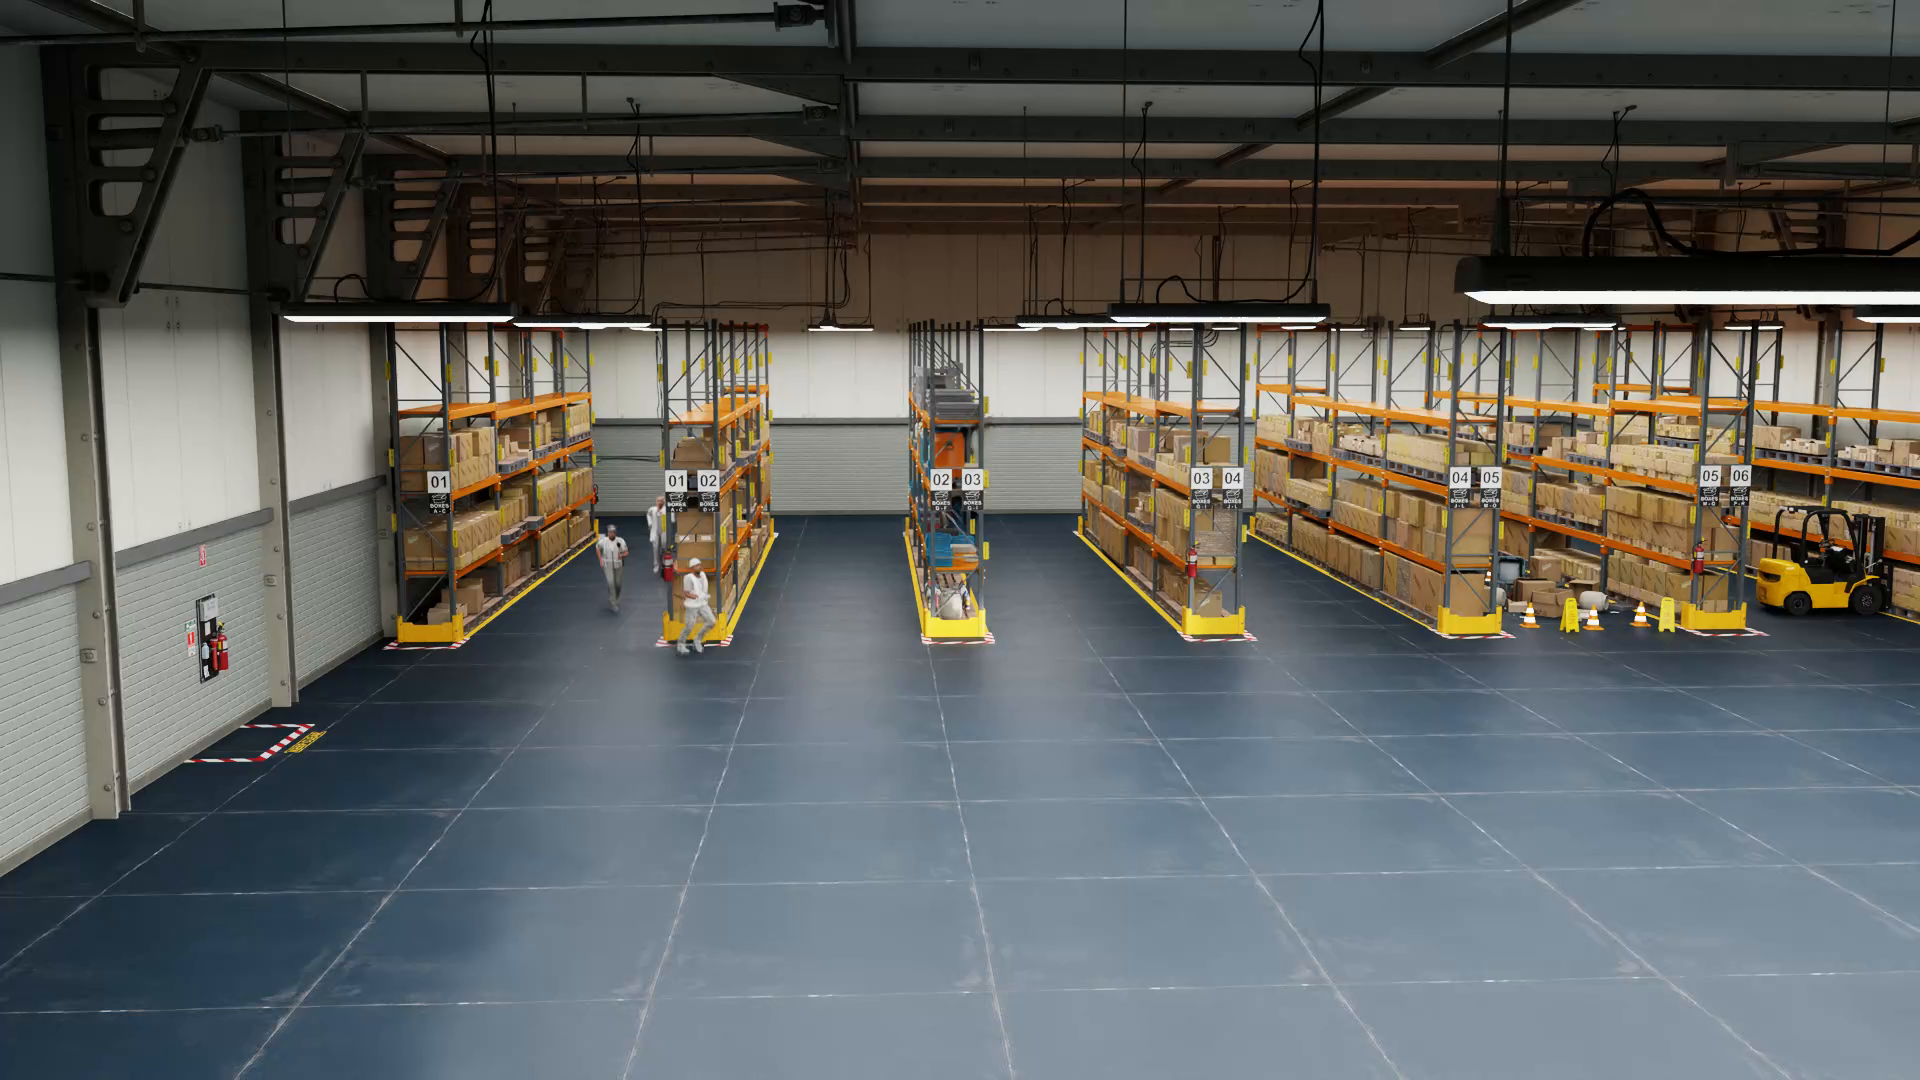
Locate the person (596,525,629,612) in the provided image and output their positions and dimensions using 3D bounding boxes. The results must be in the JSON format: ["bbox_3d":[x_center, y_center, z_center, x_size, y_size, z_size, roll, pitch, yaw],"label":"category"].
[{"bbox_3d":[-7.259,0.555,34.752,0.669,1.777,0.888,-2,7,-15],"label":"person"}]

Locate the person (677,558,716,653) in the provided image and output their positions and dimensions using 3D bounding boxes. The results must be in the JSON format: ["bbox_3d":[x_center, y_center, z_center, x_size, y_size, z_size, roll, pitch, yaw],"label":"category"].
[{"bbox_3d":[-4.683,1.169,29.703,0.841,1.730,0.703,5,9,36],"label":"person"}]

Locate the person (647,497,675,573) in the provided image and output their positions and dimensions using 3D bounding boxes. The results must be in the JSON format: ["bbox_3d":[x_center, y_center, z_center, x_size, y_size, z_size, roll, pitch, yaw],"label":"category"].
[{"bbox_3d":[-7.271,-0.156,40.369,0.705,1.802,1.046,0,7,-1],"label":"person"}]
